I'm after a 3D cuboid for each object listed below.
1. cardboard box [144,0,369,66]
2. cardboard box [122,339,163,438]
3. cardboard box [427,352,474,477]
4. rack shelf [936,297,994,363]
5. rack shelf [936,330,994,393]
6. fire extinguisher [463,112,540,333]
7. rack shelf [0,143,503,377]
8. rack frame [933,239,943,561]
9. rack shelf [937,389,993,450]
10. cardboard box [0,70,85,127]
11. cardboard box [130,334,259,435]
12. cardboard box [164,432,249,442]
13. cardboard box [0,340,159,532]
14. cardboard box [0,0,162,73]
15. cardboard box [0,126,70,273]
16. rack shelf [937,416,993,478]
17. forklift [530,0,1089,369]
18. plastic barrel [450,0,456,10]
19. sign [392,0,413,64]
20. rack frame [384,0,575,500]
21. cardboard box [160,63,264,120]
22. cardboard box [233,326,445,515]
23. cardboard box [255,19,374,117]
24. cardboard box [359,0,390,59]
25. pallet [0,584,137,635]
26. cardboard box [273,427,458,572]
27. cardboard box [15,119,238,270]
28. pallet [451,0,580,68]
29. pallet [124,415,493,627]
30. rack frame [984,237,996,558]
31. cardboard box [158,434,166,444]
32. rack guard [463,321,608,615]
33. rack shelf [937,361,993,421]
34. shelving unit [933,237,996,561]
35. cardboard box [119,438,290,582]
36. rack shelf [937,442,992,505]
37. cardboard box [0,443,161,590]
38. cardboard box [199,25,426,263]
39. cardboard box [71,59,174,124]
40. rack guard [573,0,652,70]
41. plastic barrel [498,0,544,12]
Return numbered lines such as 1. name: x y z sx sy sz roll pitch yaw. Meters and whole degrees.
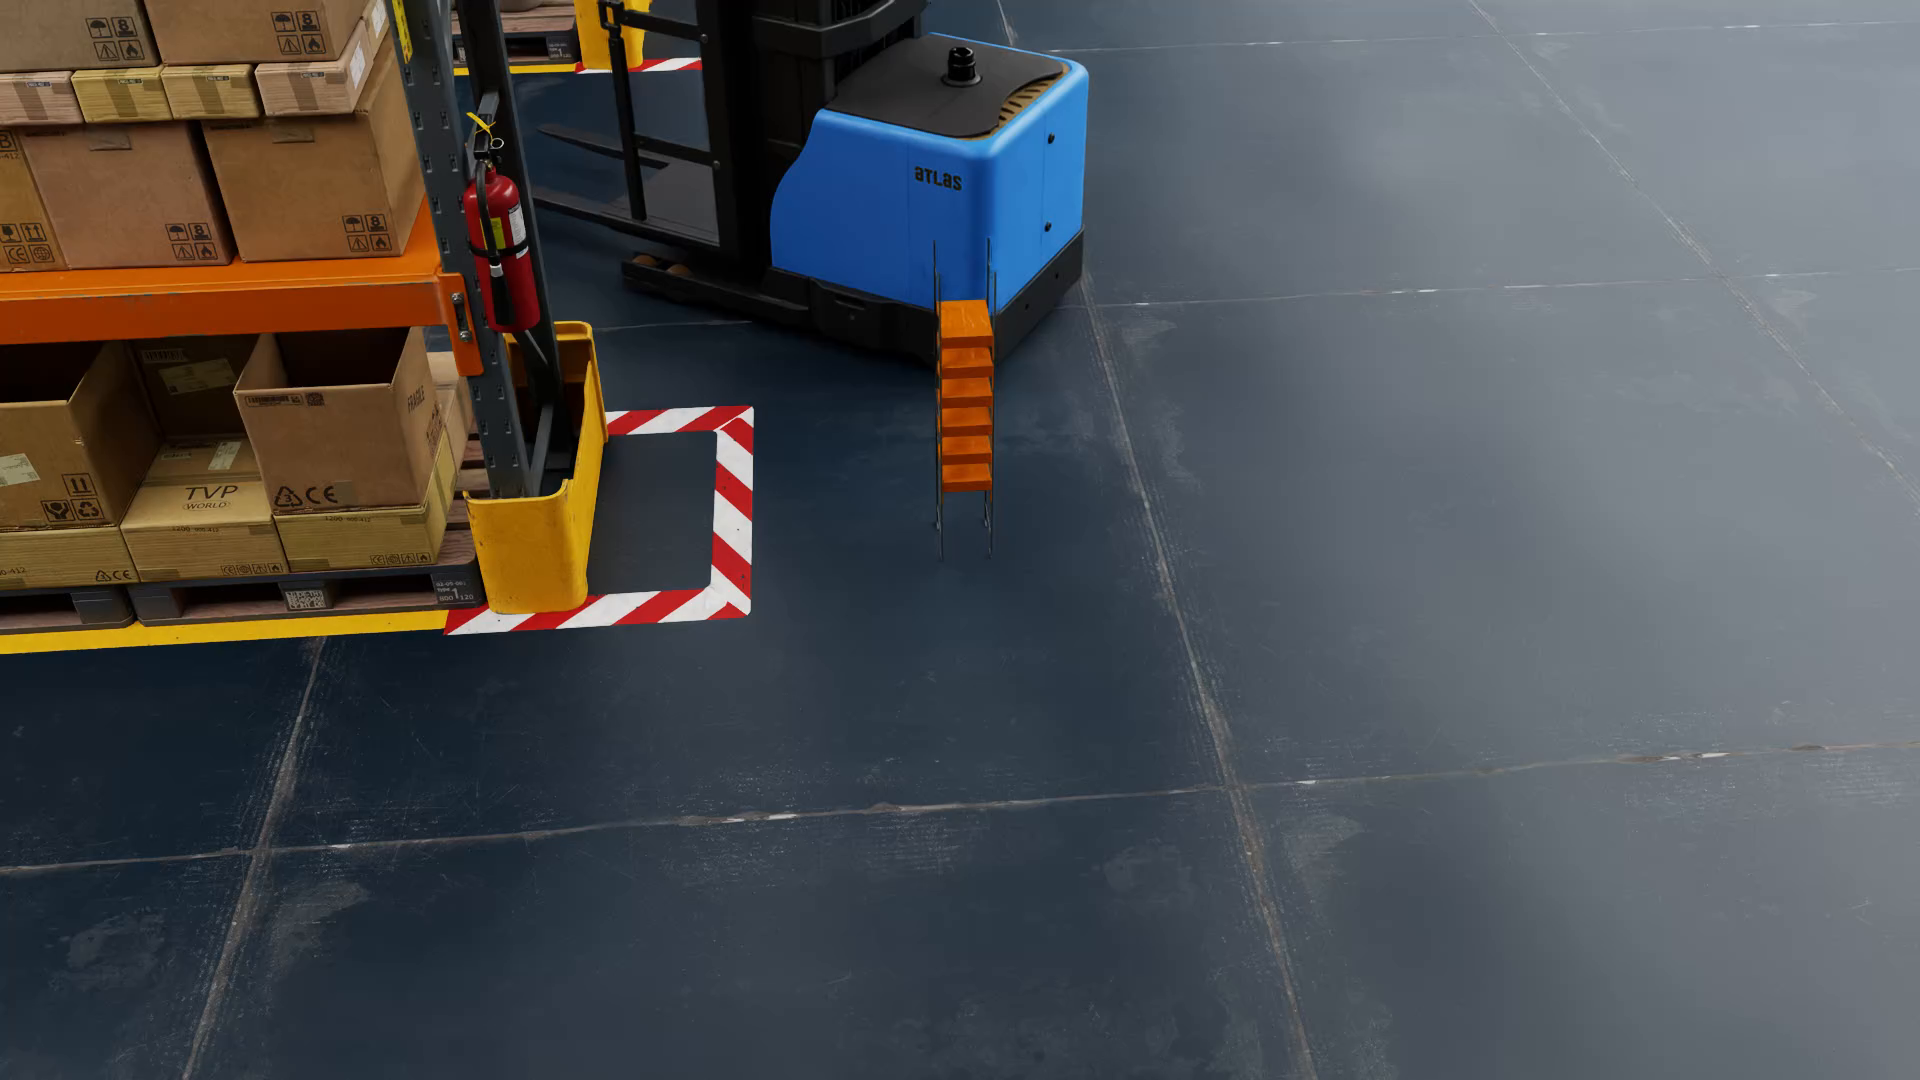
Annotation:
1. cardboard box: -2.106 -1.805 4.988 0.500 0.500 0.700 -3 38 -4
2. cardboard box: -3.135 -0.700 5.992 0.500 0.500 0.500 -3 38 -4
3. cardboard box: -2.141 -0.470 6.305 0.500 0.250 0.500 -3 38 -4
4. rack shelf: 0.014 -0.720 5.684 0.180 0.103 0.258 -3 38 -4
5. rack shelf: 0.014 -0.625 5.758 0.180 0.103 0.258 -3 38 -4
6. fire extinguisher: -1.428 -0.966 5.116 0.183 0.674 0.296 -3 38 -4
7. rack shelf: -3.579 -0.885 5.530 4.000 0.370 1.077 -3 38 -4
8. rack frame: -0.077 -0.467 5.873 0.006 1.200 0.240 -3 38 -4
9. rack shelf: 0.014 -0.437 5.907 0.180 0.103 0.258 -3 38 -4
10. cardboard box: -2.716 -1.390 4.986 0.250 0.149 0.380 -3 38 -3
11. cardboard box: -2.638 -0.736 6.036 0.500 0.500 0.500 -3 38 -4
12. cardboard box: -2.638 -0.440 6.267 0.500 0.250 0.500 -3 38 -4
13. cardboard box: -3.089 -0.380 5.585 0.500 0.500 0.500 -3 38 -4
14. cardboard box: -2.629 -1.773 4.947 0.500 0.500 0.700 -4 38 -5
15. cardboard box: -3.071 -1.243 5.323 0.500 0.500 0.700 -3 38 -4
16. rack shelf: 0.014 -0.343 5.981 0.180 0.103 0.258 -3 38 -4
17. forklift: -0.981 -2.512 7.067 3.031 2.935 1.130 18 42 22
18. plastic barrel: -3.170 -3.411 9.820 0.421 0.512 0.421 0 38 0
19. sign: -1.552 -1.489 4.589 0.005 0.325 0.100 -3 38 -4
20. rack frame: -1.587 -1.277 5.447 0.127 3.000 1.000 -3 38 -4
21. cardboard box: -2.211 -1.417 5.020 0.250 0.149 0.380 -2 38 -3
22. cardboard box: -2.095 -0.444 5.666 0.500 0.500 0.500 -3 38 -4
23. cardboard box: -1.950 -1.432 5.039 0.250 0.149 0.380 -4 38 -5
24. cardboard box: -1.997 -1.682 5.356 0.250 0.149 0.380 -3 38 -4
25. pallet: -3.557 -0.049 6.142 1.213 0.211 1.003 -3 38 -4
26. cardboard box: -2.095 -0.150 5.900 0.500 0.250 0.500 -3 38 -4
27. cardboard box: -2.575 -1.267 5.353 0.500 0.500 0.700 -2 38 -3
28. pallet: -2.903 -3.164 10.090 1.213 0.211 1.003 -3 38 -4
29. pallet: -2.345 -0.114 6.224 1.213 0.211 1.003 -3 38 -4
30. rack frame: 0.106 -0.477 5.886 0.006 1.200 0.240 -3 38 -4
31. cardboard box: -3.136 -0.413 6.233 0.500 0.250 0.500 -3 38 -4
32. rack guard: -1.563 -0.297 6.223 0.348 0.500 1.175 -3 38 -4
33. rack shelf: 0.014 -0.531 5.833 0.180 0.103 0.258 -3 38 -4
34. shelving unit: 0.014 -0.472 5.879 0.189 1.200 0.258 -3 38 -4
35. cardboard box: -2.592 -0.116 5.856 0.500 0.250 0.500 -3 38 -4
36. rack shelf: 0.014 -0.249 6.056 0.180 0.103 0.258 -3 38 -4
37. cardboard box: -3.090 -0.087 5.820 0.500 0.250 0.500 -3 38 -4
38. cardboard box: -2.053 -1.298 5.393 0.500 0.500 0.700 -3 38 -4
39. cardboard box: -2.466 -1.403 5.002 0.250 0.149 0.380 -4 38 -5
40. rack guard: -2.093 -3.319 10.052 0.348 0.500 1.175 -3 38 -4
41. plastic barrel: -2.670 -3.438 9.855 0.421 0.512 0.421 0 38 0
